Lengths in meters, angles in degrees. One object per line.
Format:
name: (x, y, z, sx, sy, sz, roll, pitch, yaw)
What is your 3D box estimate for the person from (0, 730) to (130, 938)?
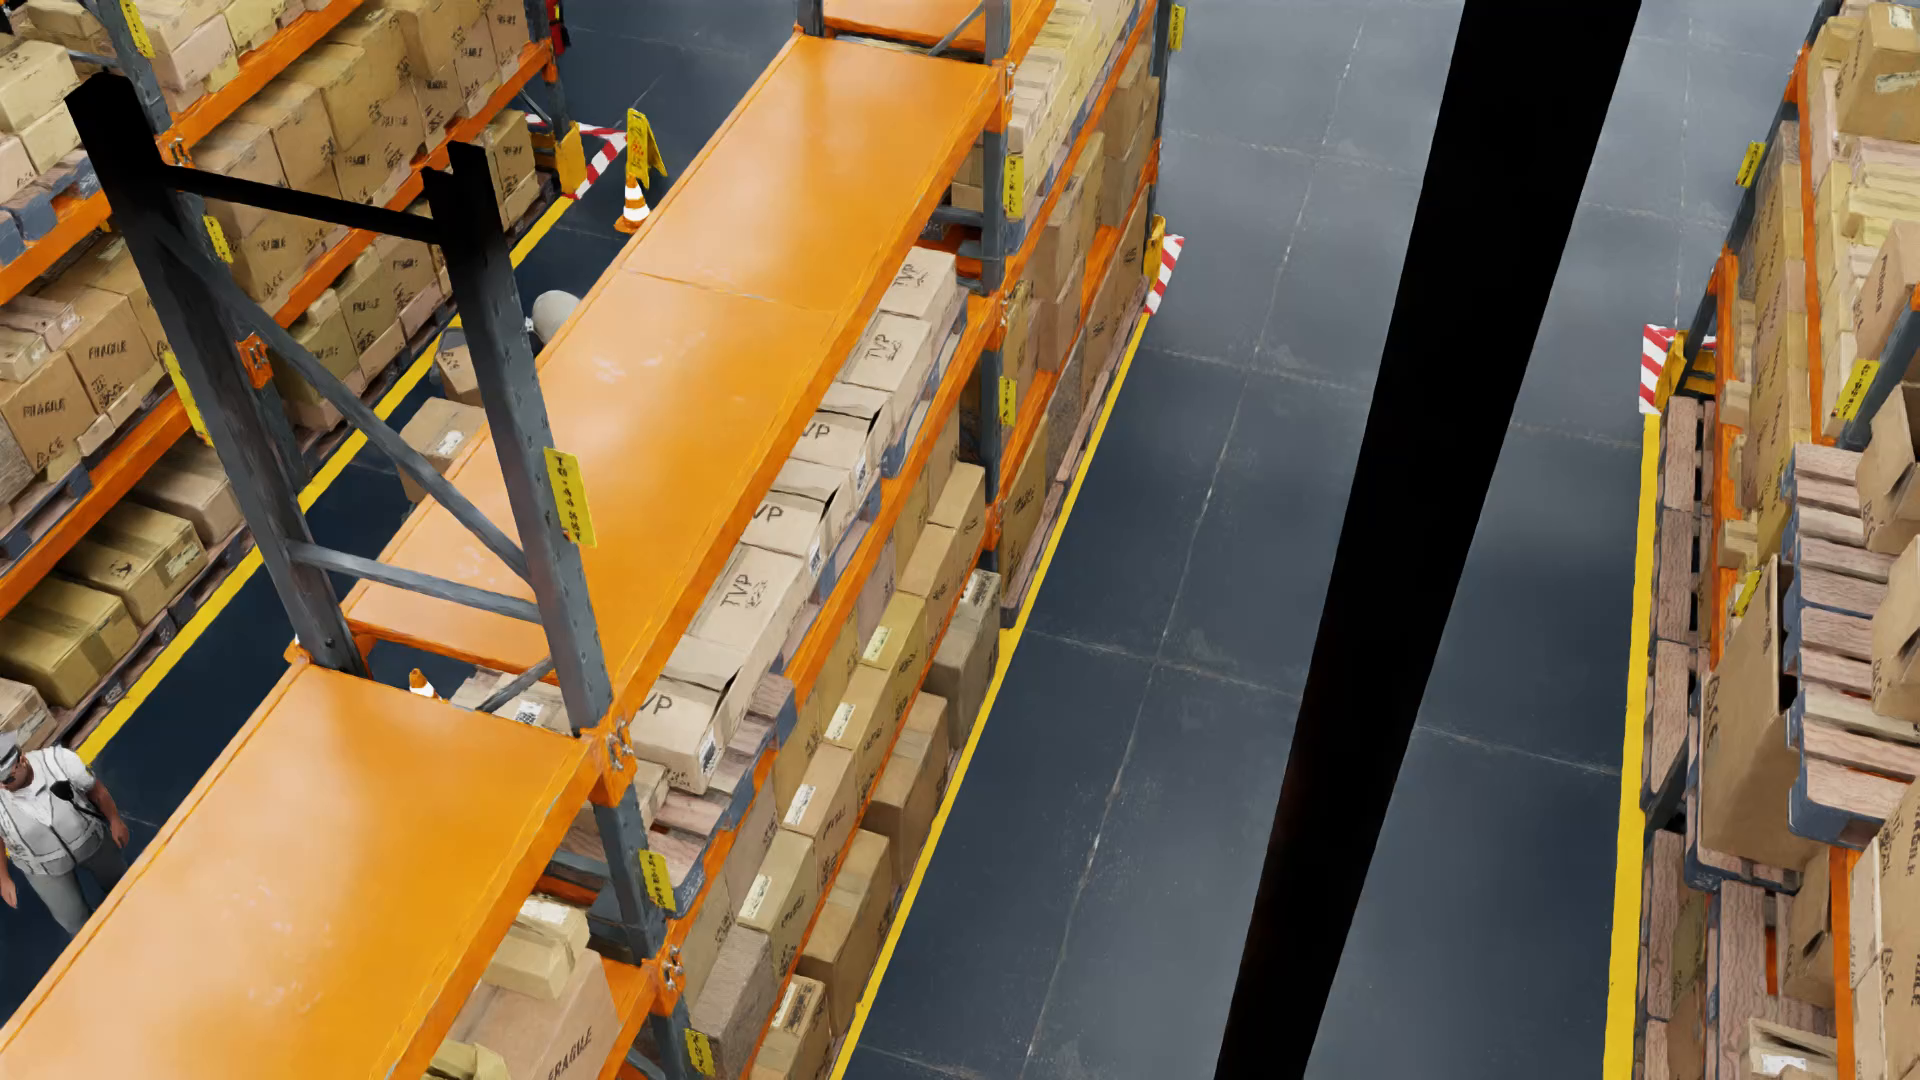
person: (-4.495, 1.574, 8.356, 0.594, 1.746, 0.668, 33, 54, 28)
